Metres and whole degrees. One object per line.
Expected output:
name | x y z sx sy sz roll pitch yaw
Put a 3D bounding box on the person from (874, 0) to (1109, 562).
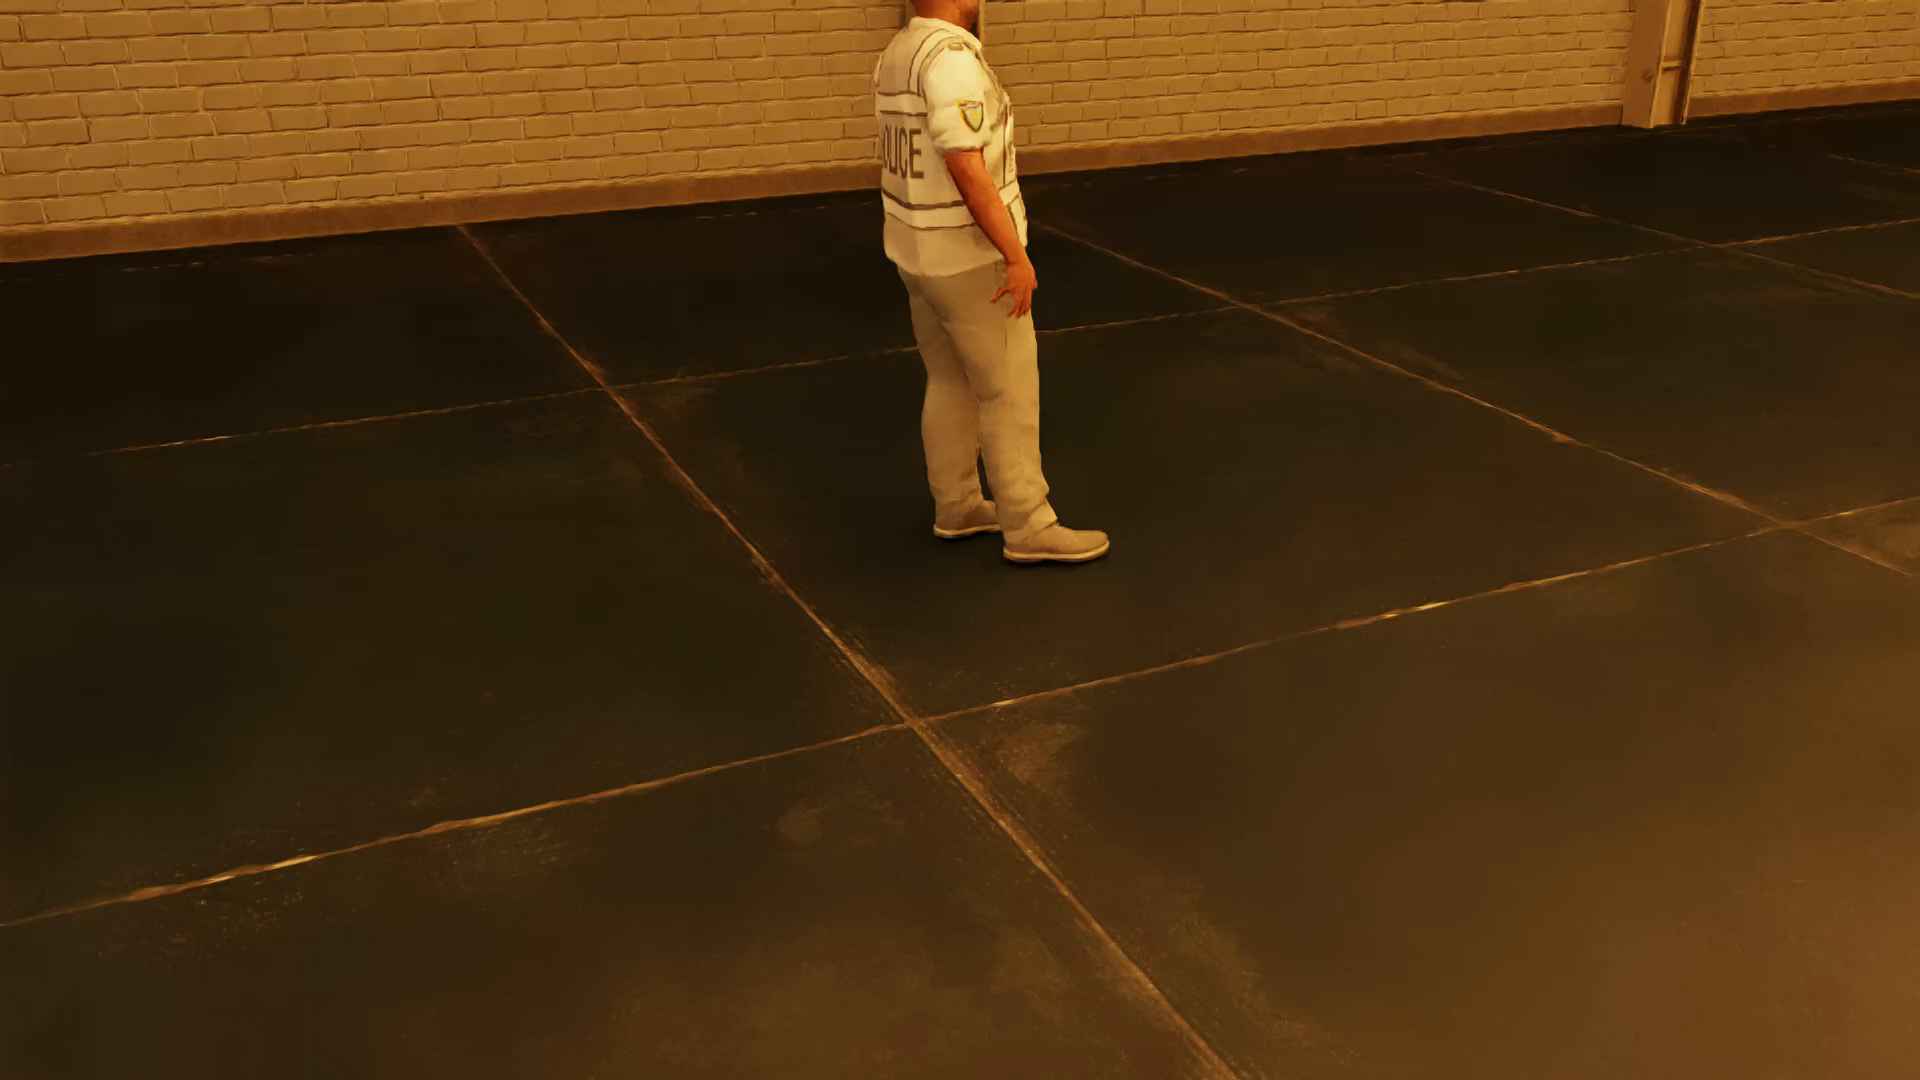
person | 0.076 -0.839 4.782 0.574 1.781 0.640 -10 25 -23
